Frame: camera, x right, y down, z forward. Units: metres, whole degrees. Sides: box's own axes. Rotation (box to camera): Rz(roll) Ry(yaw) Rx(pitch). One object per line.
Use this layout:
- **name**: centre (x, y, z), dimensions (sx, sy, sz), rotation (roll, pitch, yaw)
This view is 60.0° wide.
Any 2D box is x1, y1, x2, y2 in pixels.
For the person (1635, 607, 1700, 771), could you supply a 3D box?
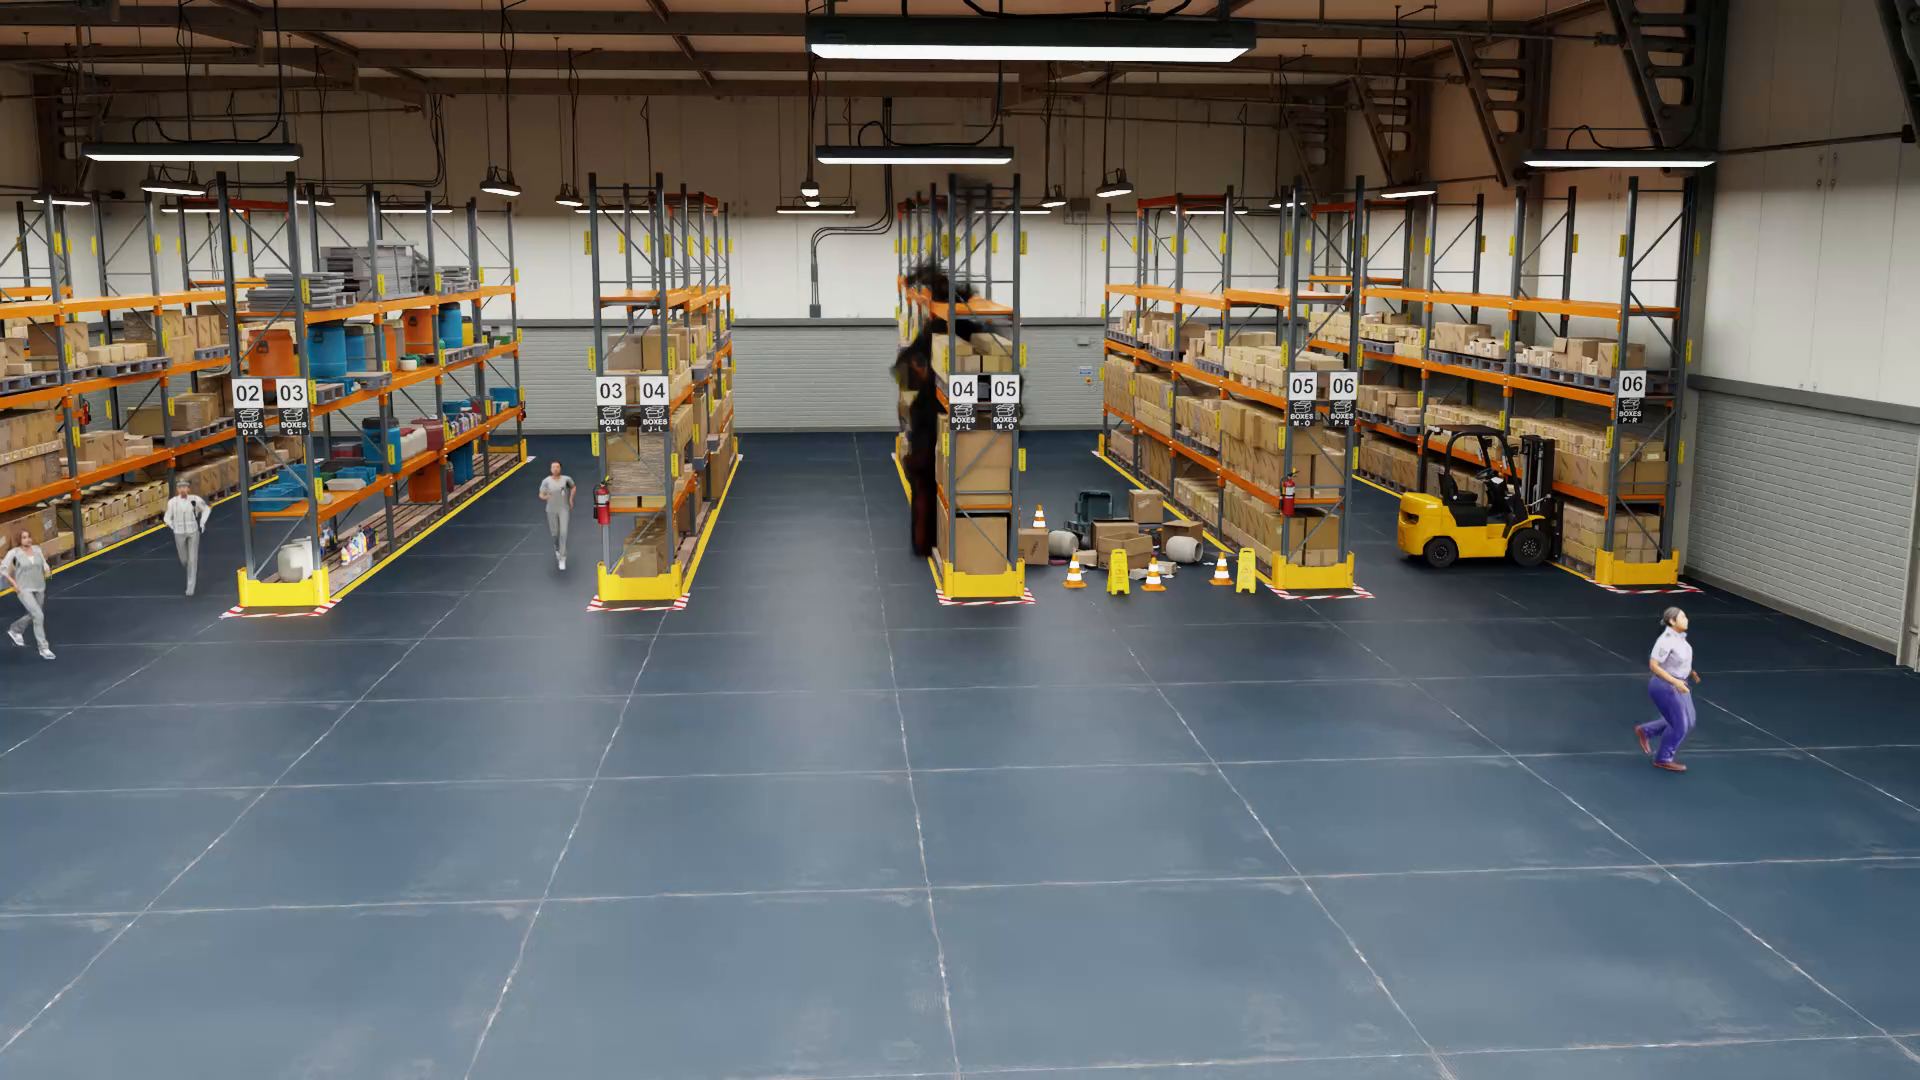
- **person**: centre (6.805, 1.463, 16.056), dimensions (0.556, 1.519, 0.594), rotation (7, 12, 36)

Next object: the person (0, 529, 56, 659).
- **person**: centre (-11.486, 0.643, 20.507), dimensions (0.801, 1.602, 0.528), rotation (5, 11, 27)

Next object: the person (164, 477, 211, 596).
- **person**: centre (-11.318, -0.086, 24.387), dimensions (0.617, 1.700, 0.882), rotation (-3, 10, -16)

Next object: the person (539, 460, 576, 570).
- **person**: centre (-6.334, -0.432, 26.199), dimensions (0.565, 1.673, 0.951), rotation (-2, 10, -11)
